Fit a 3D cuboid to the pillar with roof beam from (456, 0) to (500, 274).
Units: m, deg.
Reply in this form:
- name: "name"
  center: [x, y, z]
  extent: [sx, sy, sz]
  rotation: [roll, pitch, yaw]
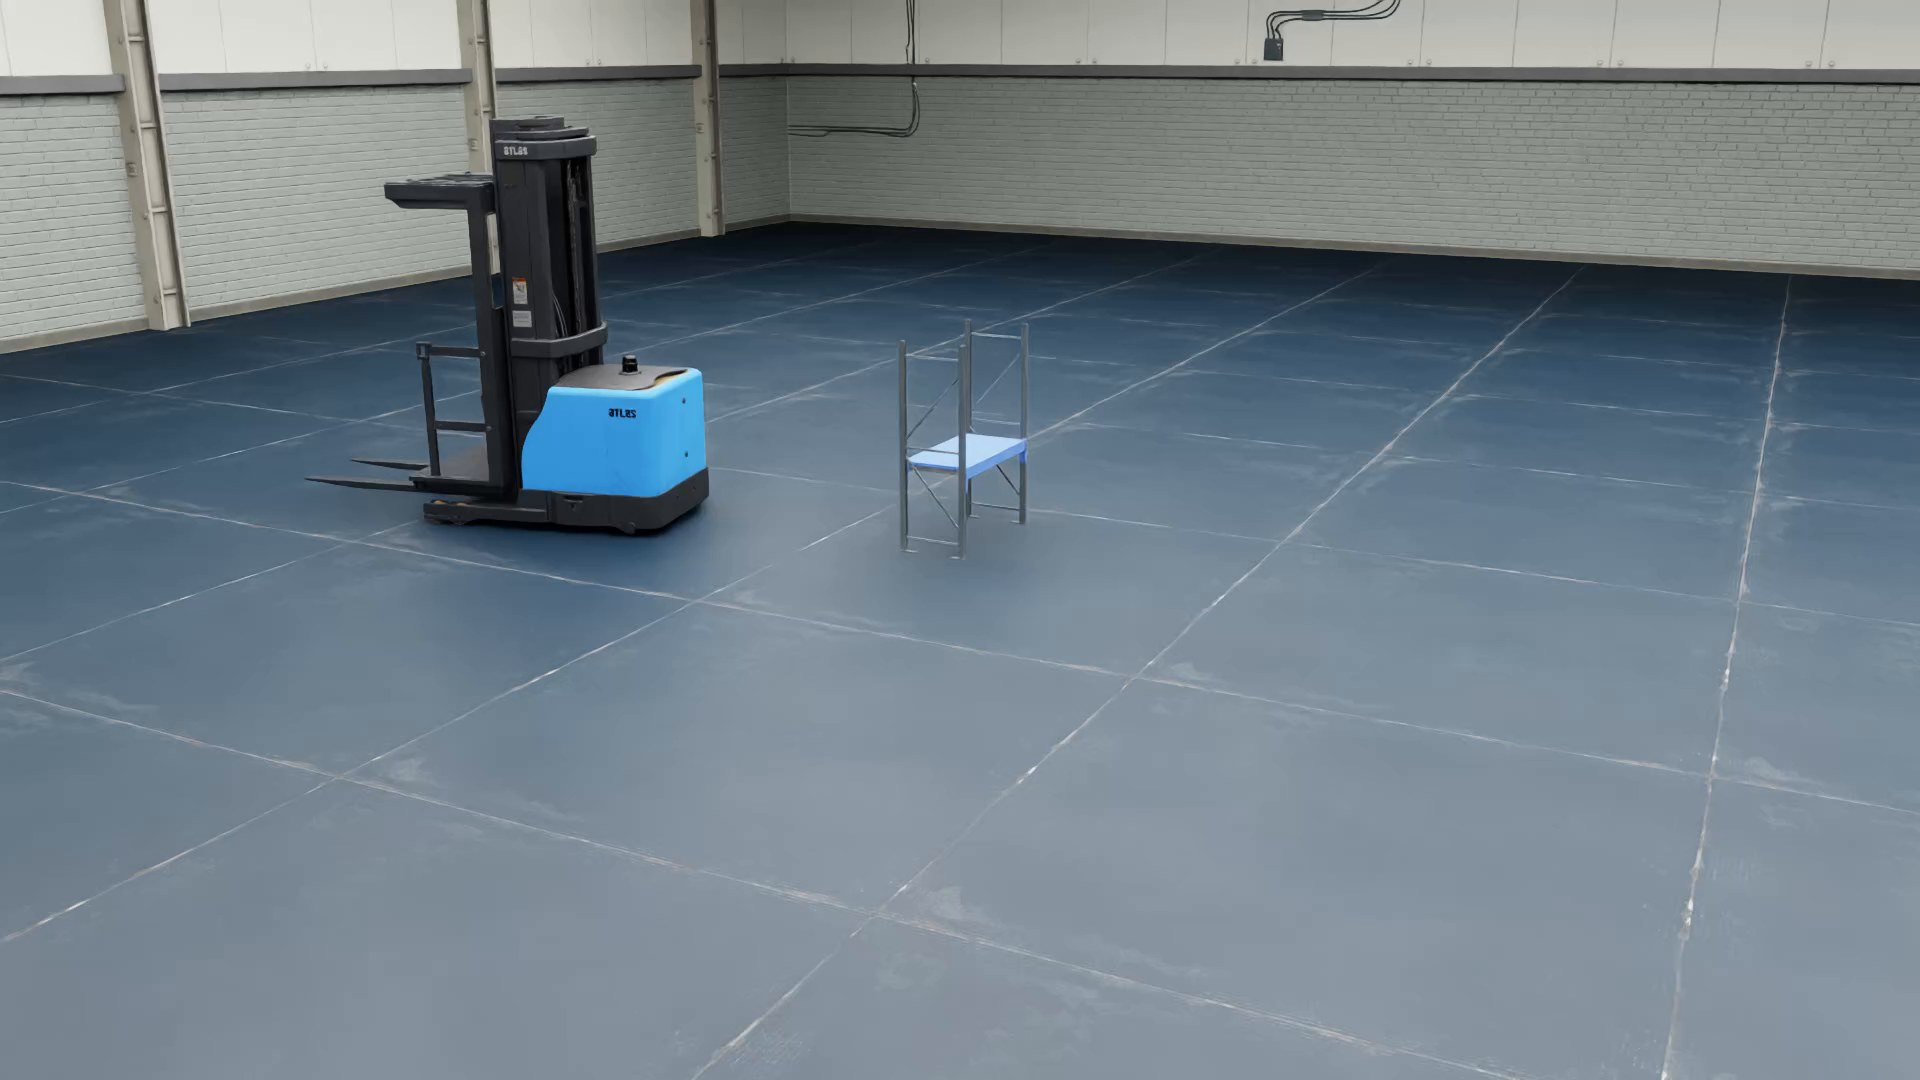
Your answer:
- name: "pillar with roof beam"
  center: [-3.501, -7.994, 23.134]
  extent: [9.100, 9.000, 0.400]
  rotation: [8, 18, 25]

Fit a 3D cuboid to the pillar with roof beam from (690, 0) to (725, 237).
- name: "pillar with roof beam"
  center: [-0.820, -9.522, 28.280]
  extent: [9.100, 9.000, 0.400]
  rotation: [8, 18, 25]

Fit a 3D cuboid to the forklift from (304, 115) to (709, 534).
- name: "forklift"
  center: [-3.521, -1.657, 12.455]
  extent: [3.031, 2.935, 1.130]
  rotation: [4, 17, 13]

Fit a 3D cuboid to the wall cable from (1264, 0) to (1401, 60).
- name: "wall cable"
  center: [6.314, -11.071, 27.520]
  extent: [2.305, 6.003, 0.169]
  rotation: [8, 18, 25]

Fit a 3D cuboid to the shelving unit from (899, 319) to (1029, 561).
- name: "shelving unit"
  center: [0.038, -0.741, 11.884]
  extent: [0.538, 1.500, 1.048]
  rotation: [8, 18, 25]

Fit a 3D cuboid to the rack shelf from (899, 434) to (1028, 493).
- name: "rack shelf"
  center: [0.038, -0.568, 11.935]
  extent: [0.538, 0.185, 1.000]
  rotation: [8, 18, 25]

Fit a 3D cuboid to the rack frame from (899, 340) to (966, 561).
- name: "rack frame"
  center: [-0.189, -0.611, 11.448]
  extent: [0.500, 1.500, 0.032]
  rotation: [8, 18, 25]

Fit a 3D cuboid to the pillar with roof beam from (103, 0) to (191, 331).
- name: "pillar with roof beam"
  center: [-6.182, -6.466, 17.989]
  extent: [9.100, 9.000, 0.400]
  rotation: [8, 18, 25]

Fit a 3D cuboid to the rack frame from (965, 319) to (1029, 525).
- name: "rack frame"
  center: [0.265, -0.870, 12.320]
  extent: [0.500, 1.500, 0.032]
  rotation: [8, 18, 25]

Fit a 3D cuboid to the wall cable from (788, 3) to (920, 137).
- name: "wall cable"
  center: [-2.172, -9.164, 32.526]
  extent: [3.097, 2.526, 0.112]
  rotation: [8, 18, 25]

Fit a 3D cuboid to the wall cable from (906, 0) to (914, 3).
- name: "wall cable"
  center: [0.248, -11.241, 30.648]
  extent: [3.097, 2.526, 0.112]
  rotation: [8, 18, 25]
